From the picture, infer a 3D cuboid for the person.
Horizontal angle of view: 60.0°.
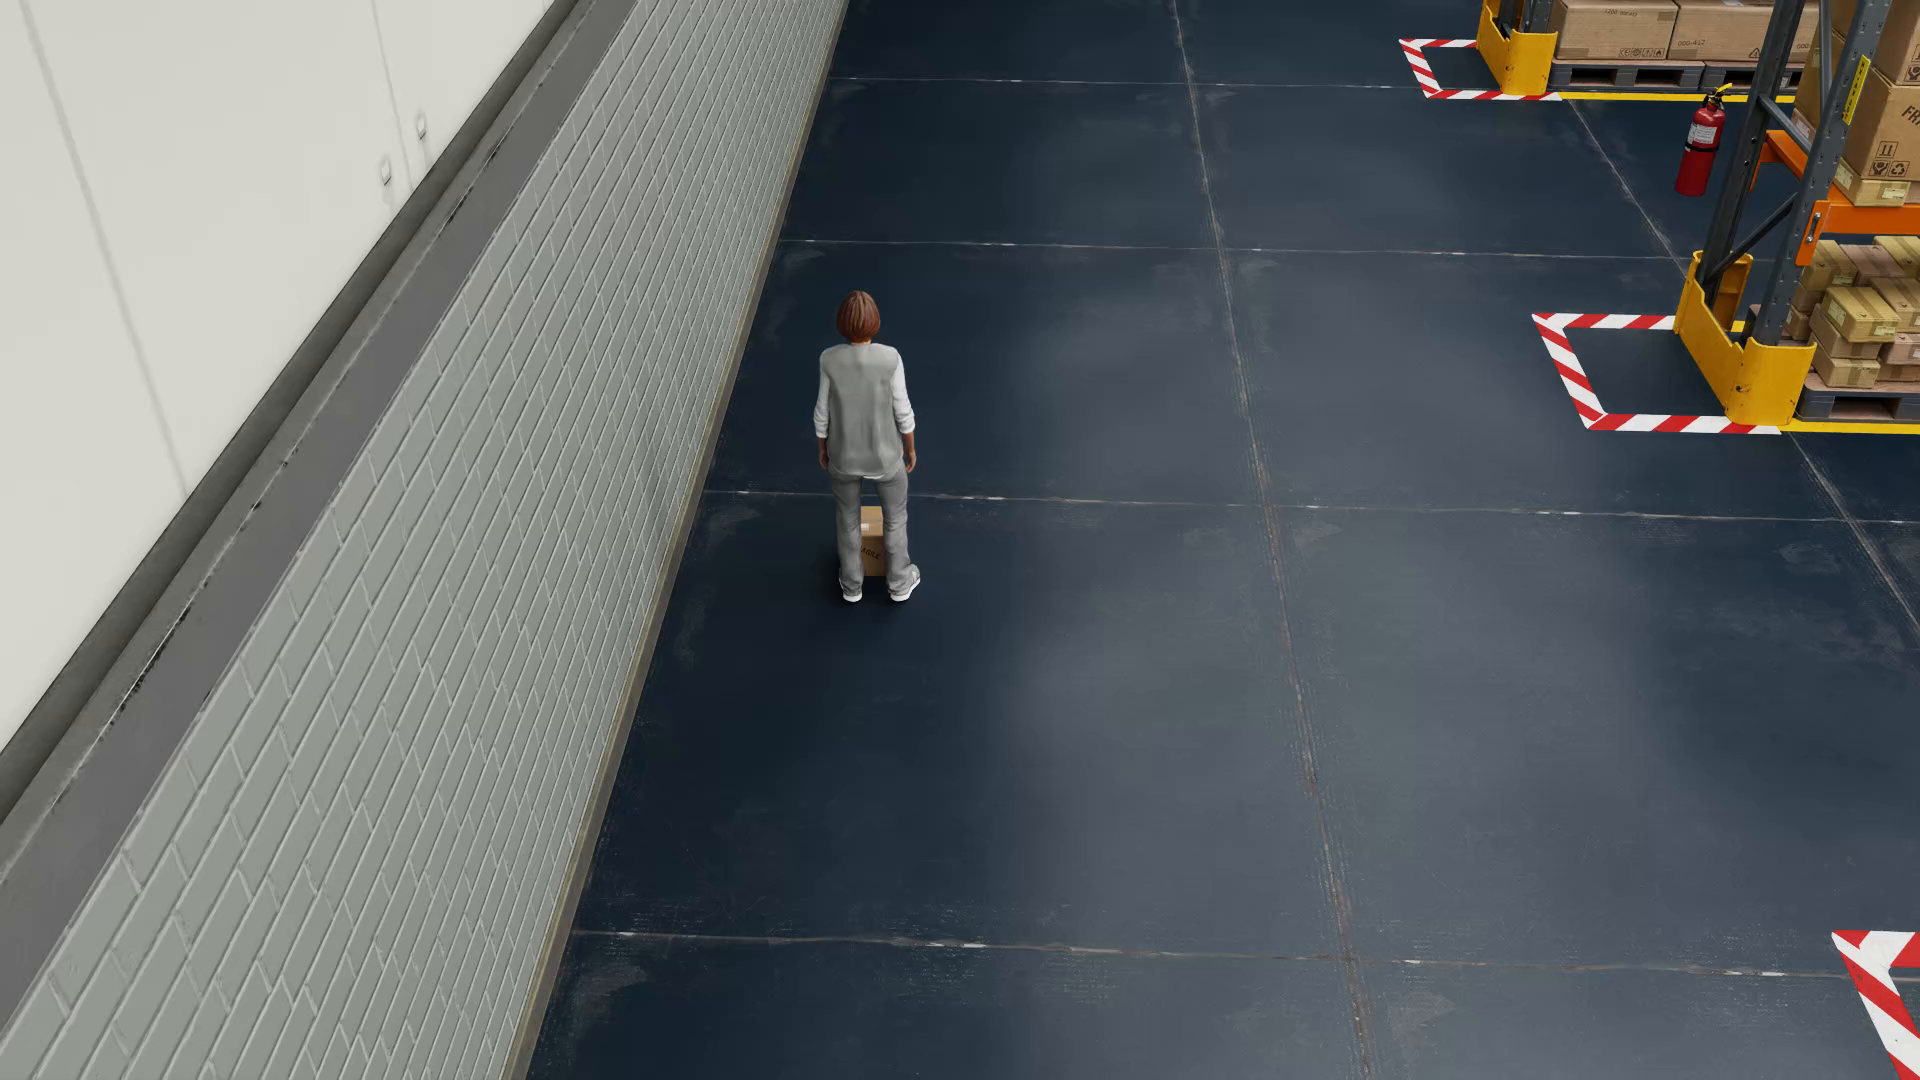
[{"bbox_3d":[-0.432,-0.391,7.657,0.461,1.593,0.346,2,36,2],"label":"person"}]
